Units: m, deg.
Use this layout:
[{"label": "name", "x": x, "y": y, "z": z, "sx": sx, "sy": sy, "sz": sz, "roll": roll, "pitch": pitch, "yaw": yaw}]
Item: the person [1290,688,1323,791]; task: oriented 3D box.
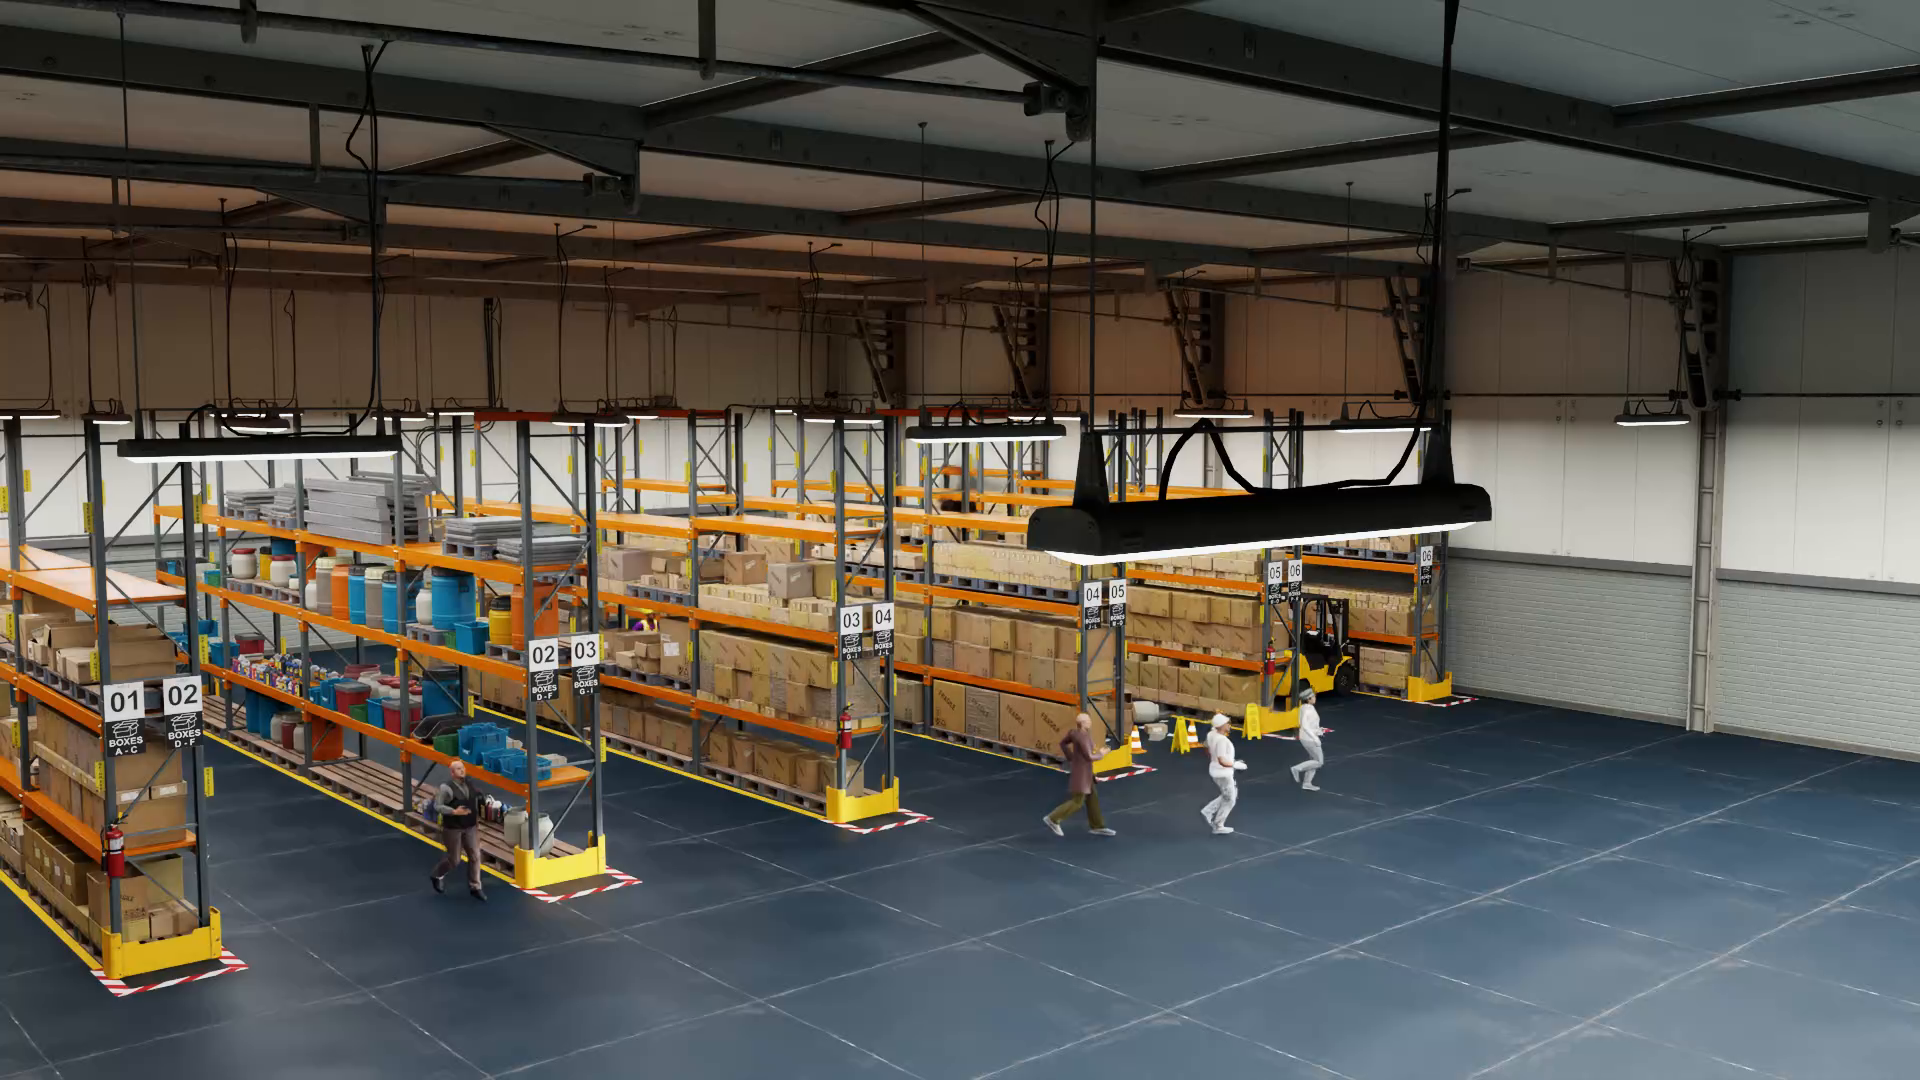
[{"label": "person", "x": 5.547, "y": 3.183, "z": 26.567, "sx": 0.552, "sy": 1.657, "sz": 0.621, "roll": 0, "pitch": 5, "yaw": 1}]

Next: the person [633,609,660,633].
[{"label": "person", "x": -6.772, "y": 2.320, "z": 36.003, "sx": 0.710, "sy": 1.724, "sz": 0.581, "roll": -5, "pitch": 7, "yaw": -45}]

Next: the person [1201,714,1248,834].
[{"label": "person", "x": 3.793, "y": 3.360, "z": 23.929, "sx": 0.608, "sy": 1.735, "sz": 0.675, "roll": 0, "pitch": 5, "yaw": -3}]

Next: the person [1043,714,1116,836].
[{"label": "person", "x": 1.703, "y": 3.337, "z": 23.613, "sx": 1.059, "sy": 1.764, "sz": 0.703, "roll": 0, "pitch": 5, "yaw": -5}]

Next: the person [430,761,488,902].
[{"label": "person", "x": -6.295, "y": 3.638, "z": 20.879, "sx": 0.849, "sy": 1.745, "sz": 0.671, "roll": 3, "pitch": 6, "yaw": 35}]
